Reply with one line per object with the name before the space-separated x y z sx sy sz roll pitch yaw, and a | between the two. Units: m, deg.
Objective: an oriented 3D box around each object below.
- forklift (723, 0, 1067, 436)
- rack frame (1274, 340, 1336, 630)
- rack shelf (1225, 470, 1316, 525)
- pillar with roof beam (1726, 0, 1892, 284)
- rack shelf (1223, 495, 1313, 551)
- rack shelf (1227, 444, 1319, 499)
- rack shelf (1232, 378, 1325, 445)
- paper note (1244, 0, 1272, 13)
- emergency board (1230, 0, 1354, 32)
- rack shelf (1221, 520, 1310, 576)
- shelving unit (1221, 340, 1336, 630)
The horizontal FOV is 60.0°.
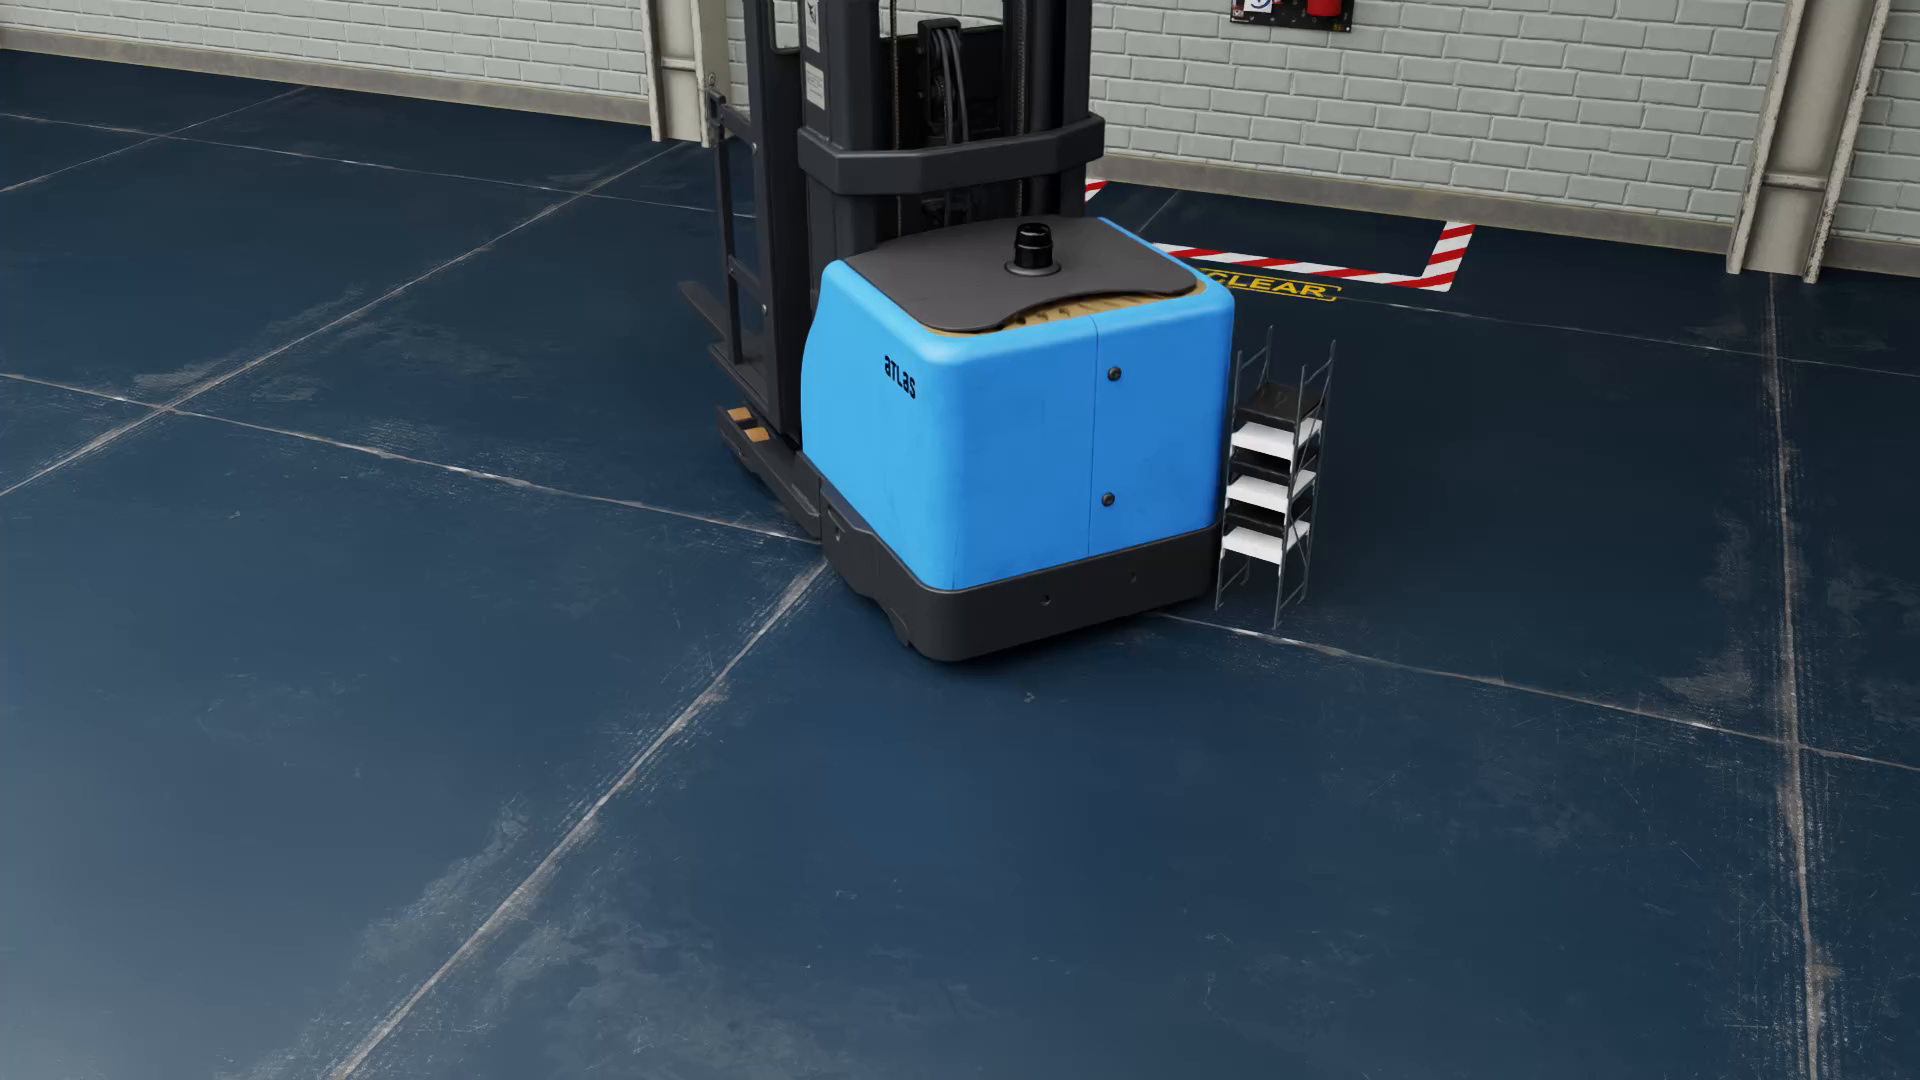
forklift | -0.269 -1.616 5.631 1.121 2.935 3.031 -14 32 -22
rack frame | 1.058 -0.158 5.115 0.006 0.900 0.240 18 34 28
rack shelf | 0.973 -0.156 5.180 0.200 0.077 0.258 18 34 28
pillar with roof beam | 2.328 -3.280 2.408 0.400 9.000 9.100 11 31 19
rack shelf | 0.973 -0.078 5.224 0.200 0.077 0.258 18 34 28
rack shelf | 0.973 -0.235 5.136 0.200 0.077 0.258 18 34 28
rack shelf | 0.973 -0.391 5.047 0.200 0.077 0.258 18 34 28
paper note | 1.533 -2.787 8.527 0.142 0.148 0.016 11 31 19
emergency board | 1.671 -3.106 8.197 0.643 1.169 0.194 11 31 19
rack shelf | -7.637 -2.456 9.816 20.270 0.275 7.037 18 34 28
shelving unit | -7.635 -2.727 9.662 20.275 0.900 7.037 18 34 28
